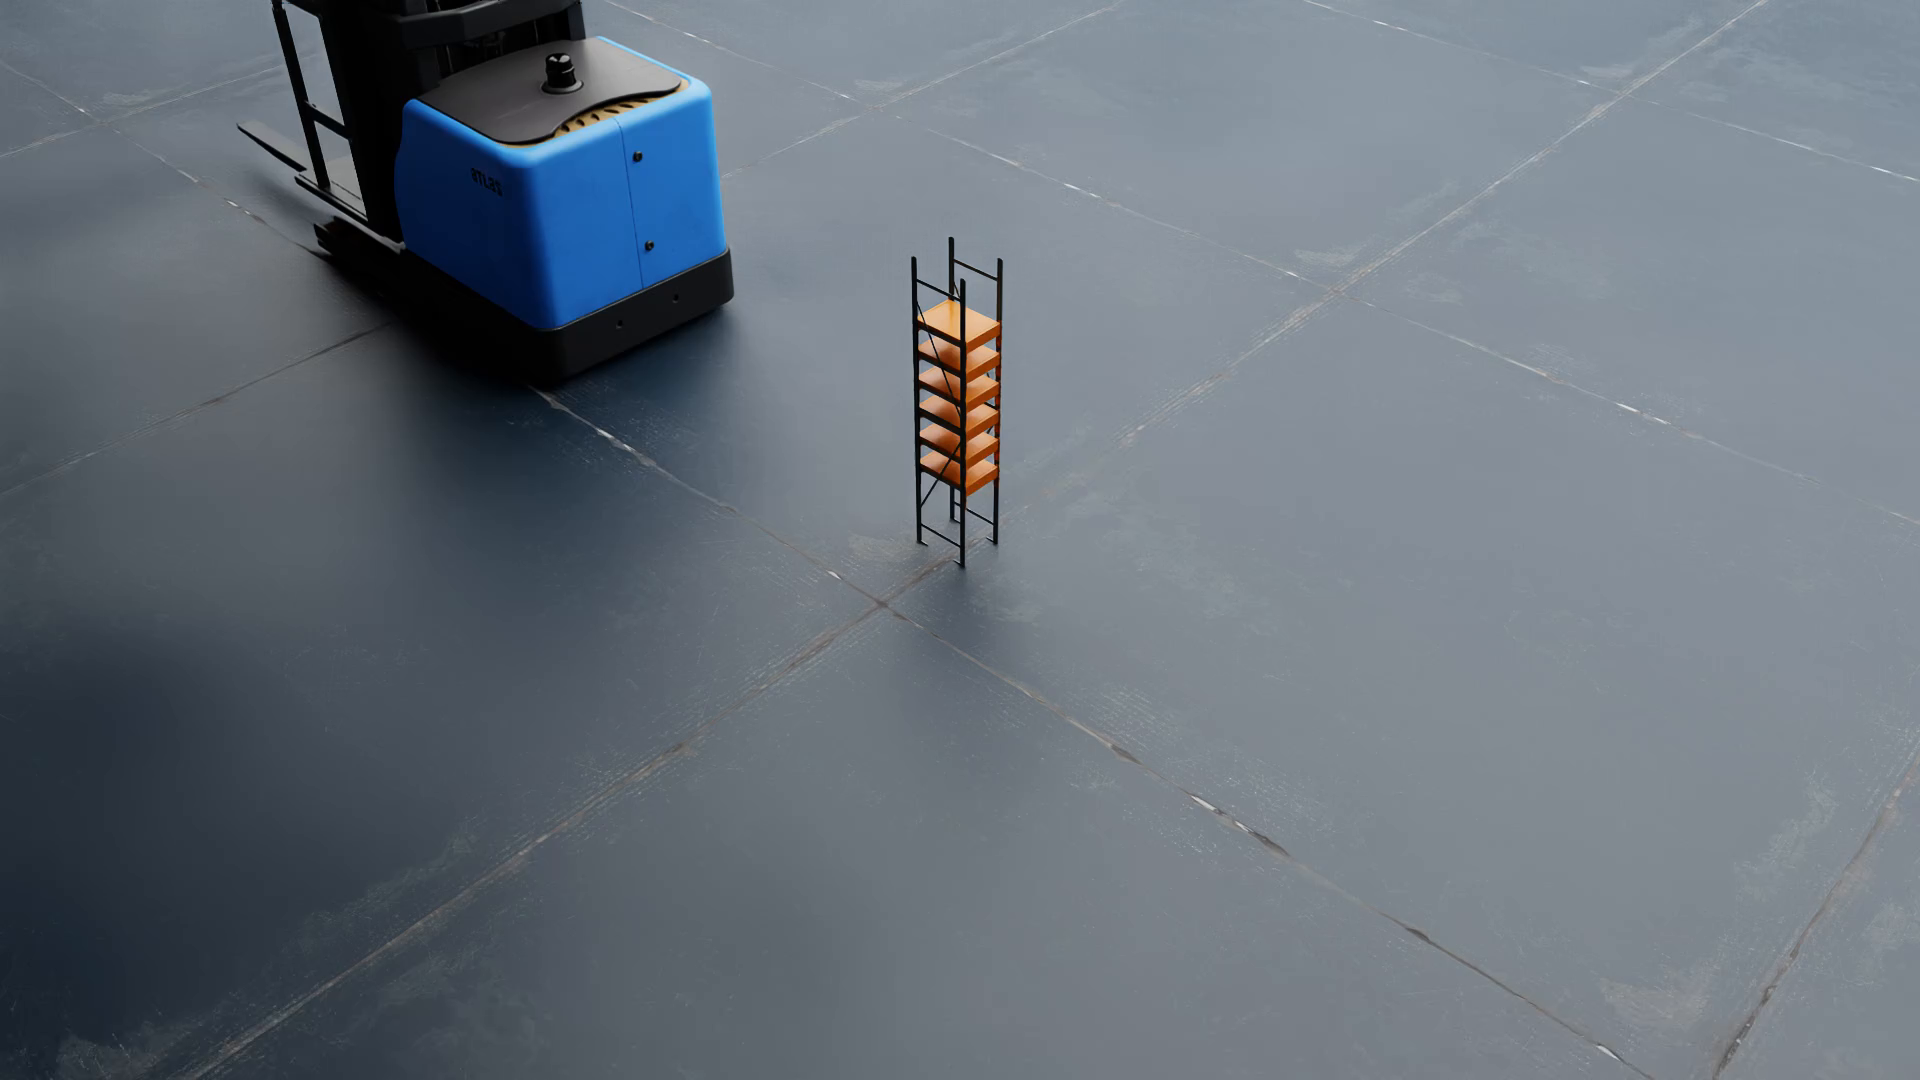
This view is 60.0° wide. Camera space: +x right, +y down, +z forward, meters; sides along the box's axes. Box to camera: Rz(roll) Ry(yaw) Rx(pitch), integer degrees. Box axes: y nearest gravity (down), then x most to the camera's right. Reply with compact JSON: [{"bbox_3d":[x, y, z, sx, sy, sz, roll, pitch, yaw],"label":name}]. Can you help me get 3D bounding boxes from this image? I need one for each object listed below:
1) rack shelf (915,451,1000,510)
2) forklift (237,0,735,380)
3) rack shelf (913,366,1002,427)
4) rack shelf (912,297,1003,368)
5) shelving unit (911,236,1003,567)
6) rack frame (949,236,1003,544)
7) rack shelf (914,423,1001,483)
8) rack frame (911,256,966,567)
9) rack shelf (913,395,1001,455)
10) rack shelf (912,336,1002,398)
[{"bbox_3d":[-0.010,-0.240,6.045,0.258,0.103,0.180,30,47,32],"label":"rack shelf"},{"bbox_3d":[-2.429,-2.625,7.197,3.031,2.935,1.130,31,48,33],"label":"forklift"},{"bbox_3d":[-0.010,-0.522,5.821,0.258,0.103,0.180,30,47,32],"label":"rack shelf"},{"bbox_3d":[-0.010,-0.710,5.672,0.258,0.103,0.180,30,47,32],"label":"rack shelf"},{"bbox_3d":[-0.010,-0.463,5.868,0.258,1.200,0.189,30,47,32],"label":"shelving unit"},{"bbox_3d":[0.052,-0.505,5.921,0.240,1.200,0.006,30,47,32],"label":"rack frame"},{"bbox_3d":[-0.010,-0.334,5.971,0.258,0.103,0.180,30,47,32],"label":"rack shelf"},{"bbox_3d":[-0.071,-0.421,5.815,0.240,1.200,0.006,30,47,32],"label":"rack frame"},{"bbox_3d":[-0.010,-0.428,5.896,0.258,0.103,0.180,30,47,32],"label":"rack shelf"},{"bbox_3d":[-0.010,-0.616,5.746,0.258,0.103,0.180,30,47,32],"label":"rack shelf"}]
